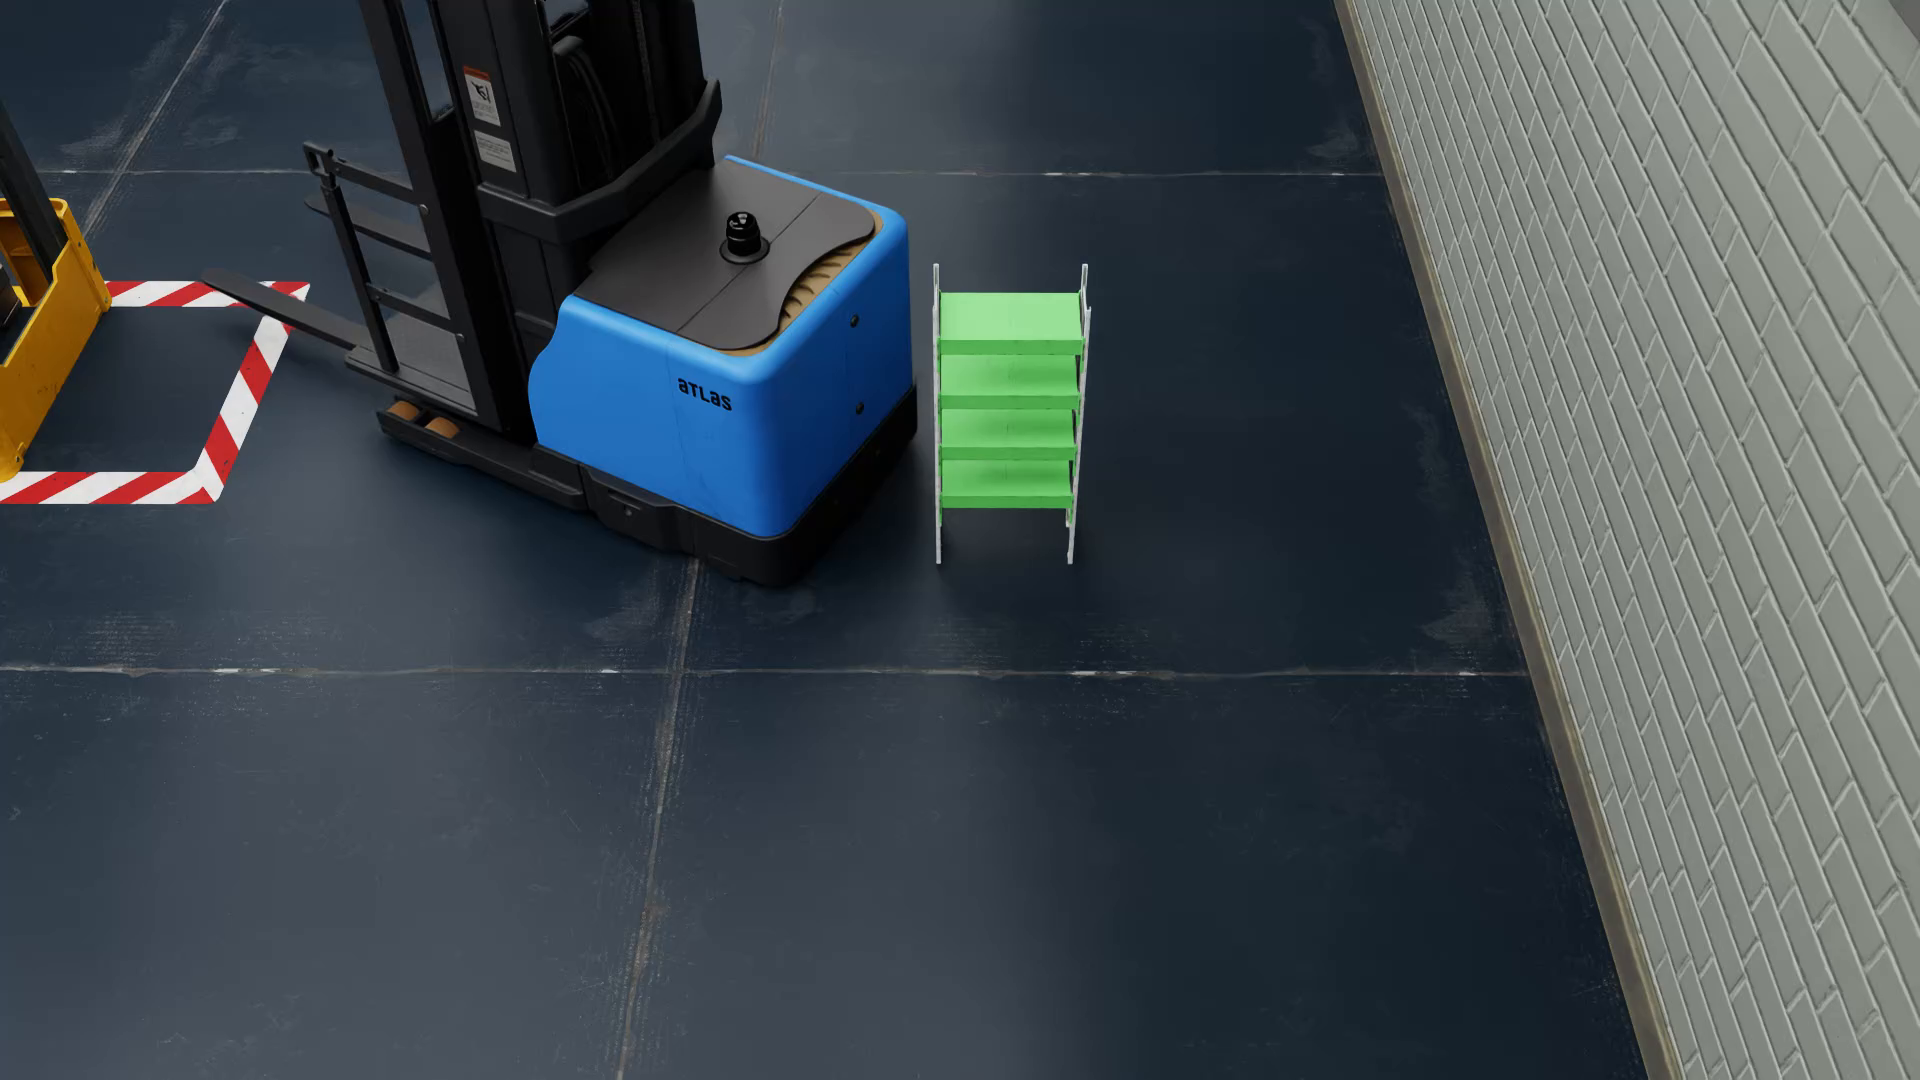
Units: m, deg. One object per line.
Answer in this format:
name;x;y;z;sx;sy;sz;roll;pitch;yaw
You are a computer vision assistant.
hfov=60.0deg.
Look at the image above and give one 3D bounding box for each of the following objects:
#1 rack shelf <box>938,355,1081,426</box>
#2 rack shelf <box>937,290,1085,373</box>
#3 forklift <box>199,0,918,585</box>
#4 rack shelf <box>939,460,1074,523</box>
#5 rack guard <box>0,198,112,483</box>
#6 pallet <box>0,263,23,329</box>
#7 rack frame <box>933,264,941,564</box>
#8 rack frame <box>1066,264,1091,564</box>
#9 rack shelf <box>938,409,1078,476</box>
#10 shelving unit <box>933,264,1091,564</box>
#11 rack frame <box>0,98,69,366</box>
rack shelf;0.166;-0.528;5.681;0.480;0.148;0.258;0;47;0
rack shelf;0.166;-0.692;5.506;0.480;0.148;0.258;0;47;0
forklift;-1.708;-1.631;5.766;3.031;2.935;1.130;22;51;19
rack shelf;0.166;-0.201;6.033;0.480;0.148;0.258;0;47;0
rack guard;-3.849;-0.816;6.668;0.348;0.500;1.175;0;47;0
pallet;-4.661;-0.746;6.800;1.213;0.211;1.003;0;47;0
rack frame;-0.078;-0.409;5.811;0.015;1.200;0.240;0;47;0
rack frame;0.410;-0.408;5.810;0.015;1.200;0.240;0;47;0
rack shelf;0.166;-0.365;5.857;0.480;0.148;0.258;0;47;0
shelving unit;0.166;-0.408;5.810;0.503;1.200;0.258;0;47;0
rack frame;-3.773;-1.667;5.753;0.127;3.000;1.000;0;47;0
